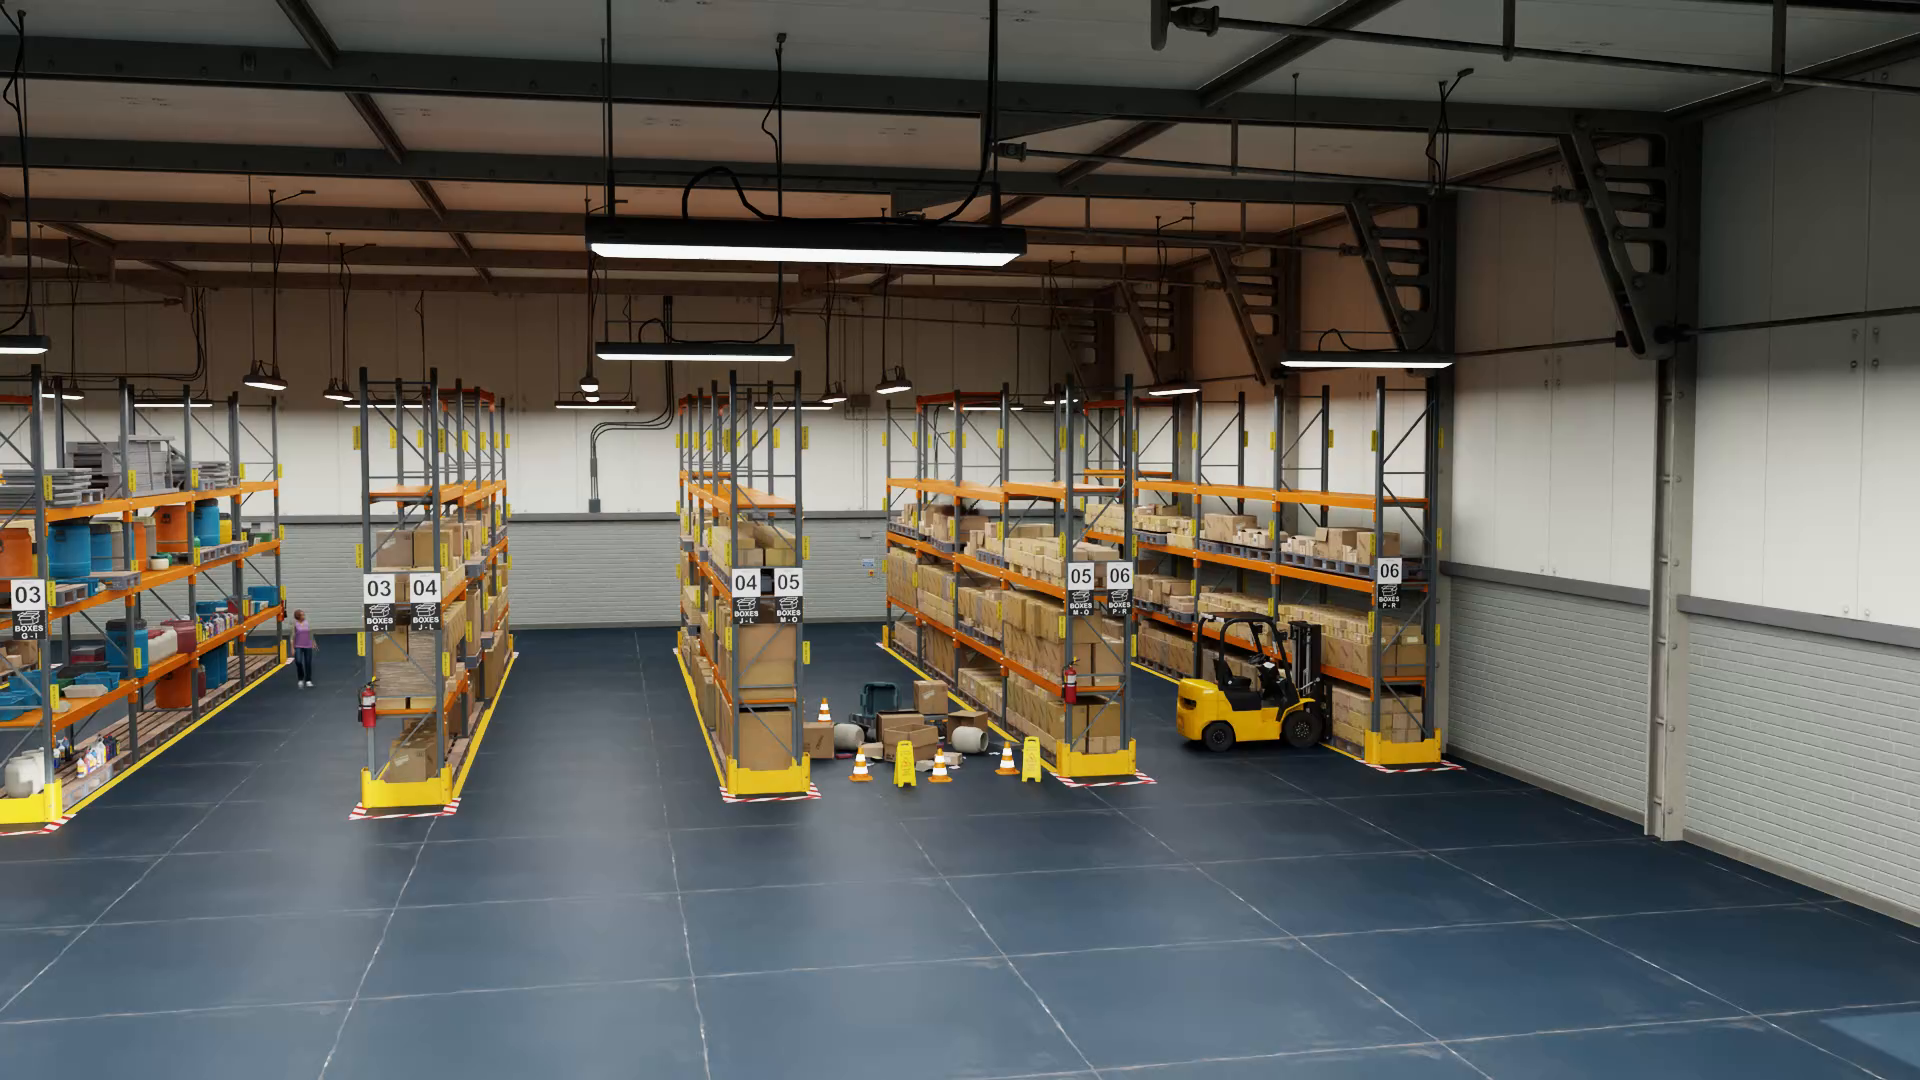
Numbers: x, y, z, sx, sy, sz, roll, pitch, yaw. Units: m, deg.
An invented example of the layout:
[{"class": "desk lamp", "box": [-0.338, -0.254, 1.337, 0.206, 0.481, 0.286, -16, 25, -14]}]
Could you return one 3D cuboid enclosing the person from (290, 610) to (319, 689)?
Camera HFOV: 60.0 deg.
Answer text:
[{"class": "person", "box": [-13.232, 2.198, 33.572, 0.533, 1.605, 0.504, -2, 4, -24]}]
